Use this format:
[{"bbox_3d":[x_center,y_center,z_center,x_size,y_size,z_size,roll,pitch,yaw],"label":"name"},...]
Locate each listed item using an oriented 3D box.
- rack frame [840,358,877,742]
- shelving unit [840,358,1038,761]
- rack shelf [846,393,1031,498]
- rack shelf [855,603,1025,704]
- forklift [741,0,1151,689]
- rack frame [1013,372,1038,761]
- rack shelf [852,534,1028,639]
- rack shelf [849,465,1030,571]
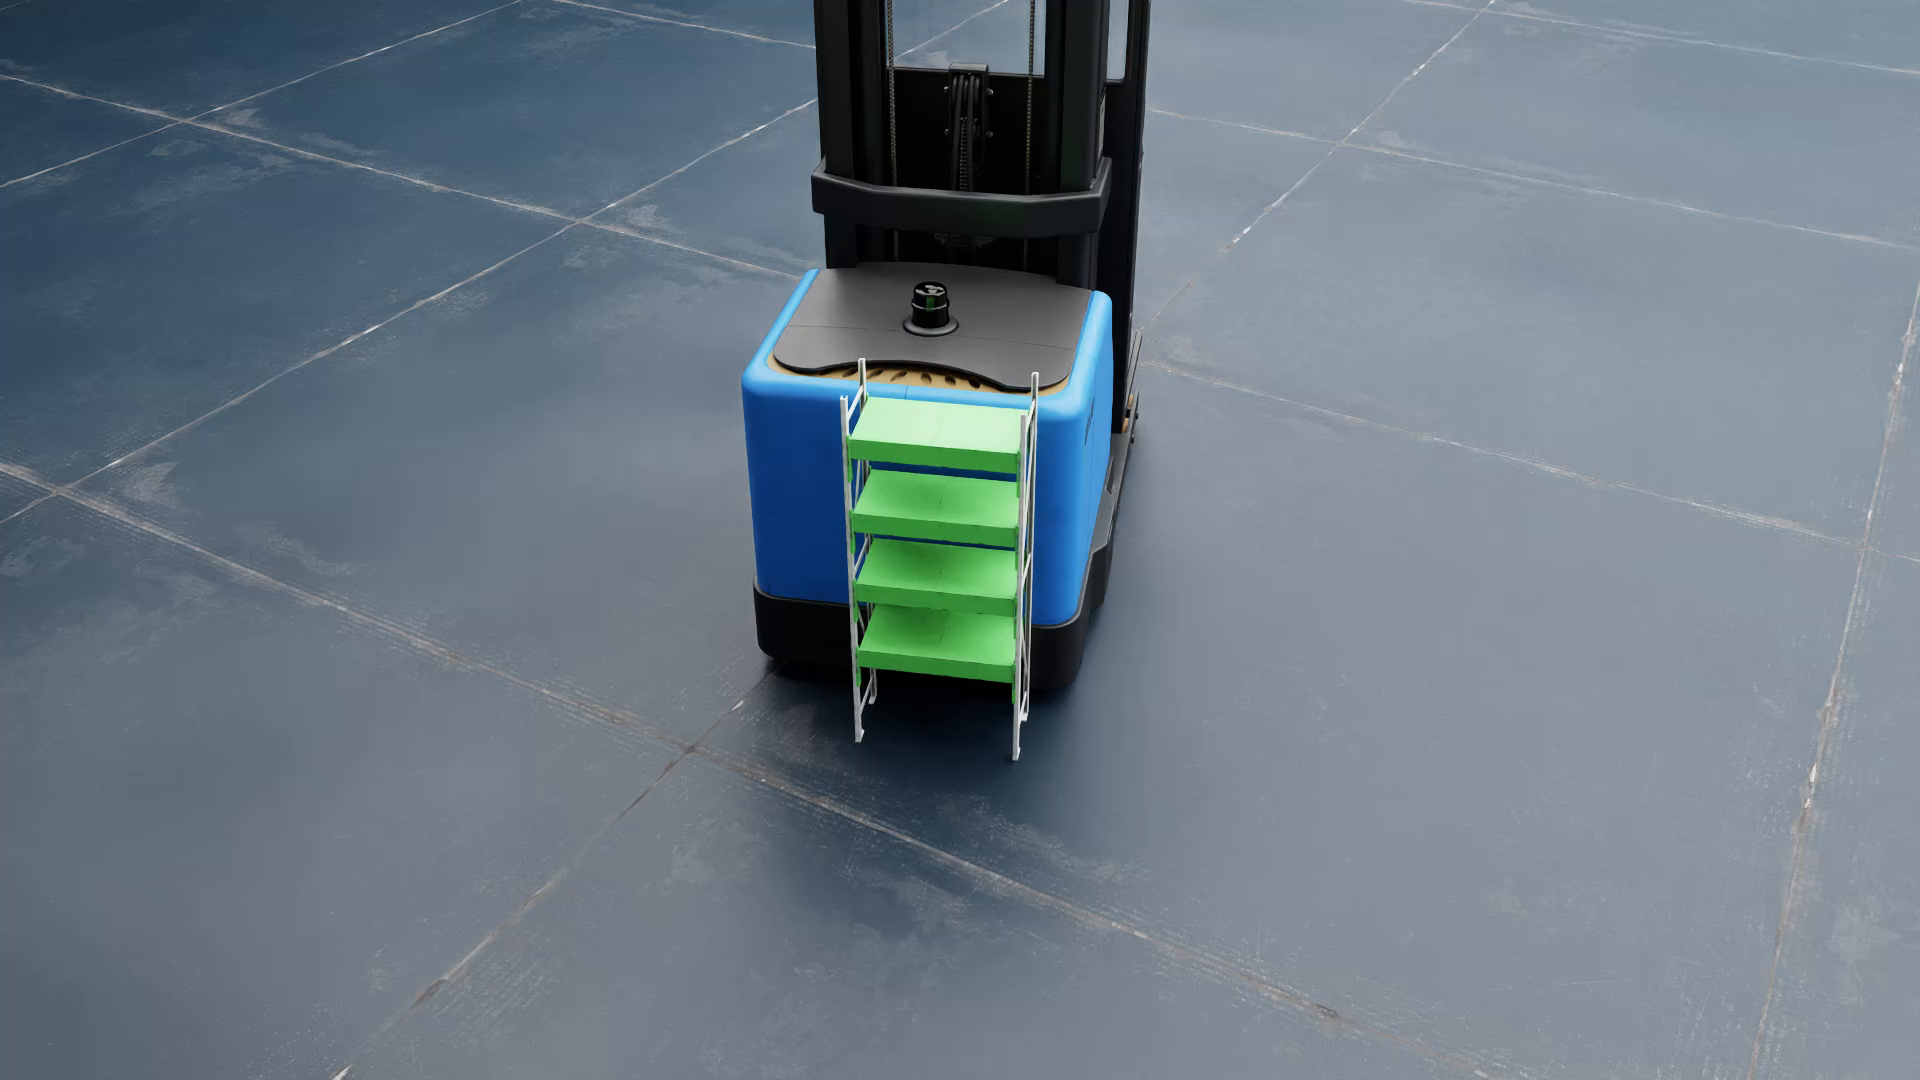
[{"bbox_3d":[-0.293,0.058,4.882,0.015,1.200,0.240,6,34,8],"label":"rack frame"},{"bbox_3d":[-0.053,0.081,4.847,0.503,1.200,0.258,6,34,8],"label":"shelving unit"},{"bbox_3d":[-0.053,-0.266,4.616,0.480,0.148,0.258,6,34,8],"label":"rack shelf"},{"bbox_3d":[-0.053,0.334,5.016,0.480,0.148,0.258,6,34,8],"label":"rack shelf"},{"bbox_3d":[0.112,-1.559,5.748,1.130,2.935,3.031,6,34,9],"label":"forklift"},{"bbox_3d":[0.187,0.104,4.812,0.015,1.200,0.240,6,34,8],"label":"rack frame"},{"bbox_3d":[-0.053,0.134,4.882,0.480,0.148,0.258,6,34,8],"label":"rack shelf"},{"bbox_3d":[-0.053,-0.066,4.749,0.480,0.148,0.258,6,34,8],"label":"rack shelf"}]
